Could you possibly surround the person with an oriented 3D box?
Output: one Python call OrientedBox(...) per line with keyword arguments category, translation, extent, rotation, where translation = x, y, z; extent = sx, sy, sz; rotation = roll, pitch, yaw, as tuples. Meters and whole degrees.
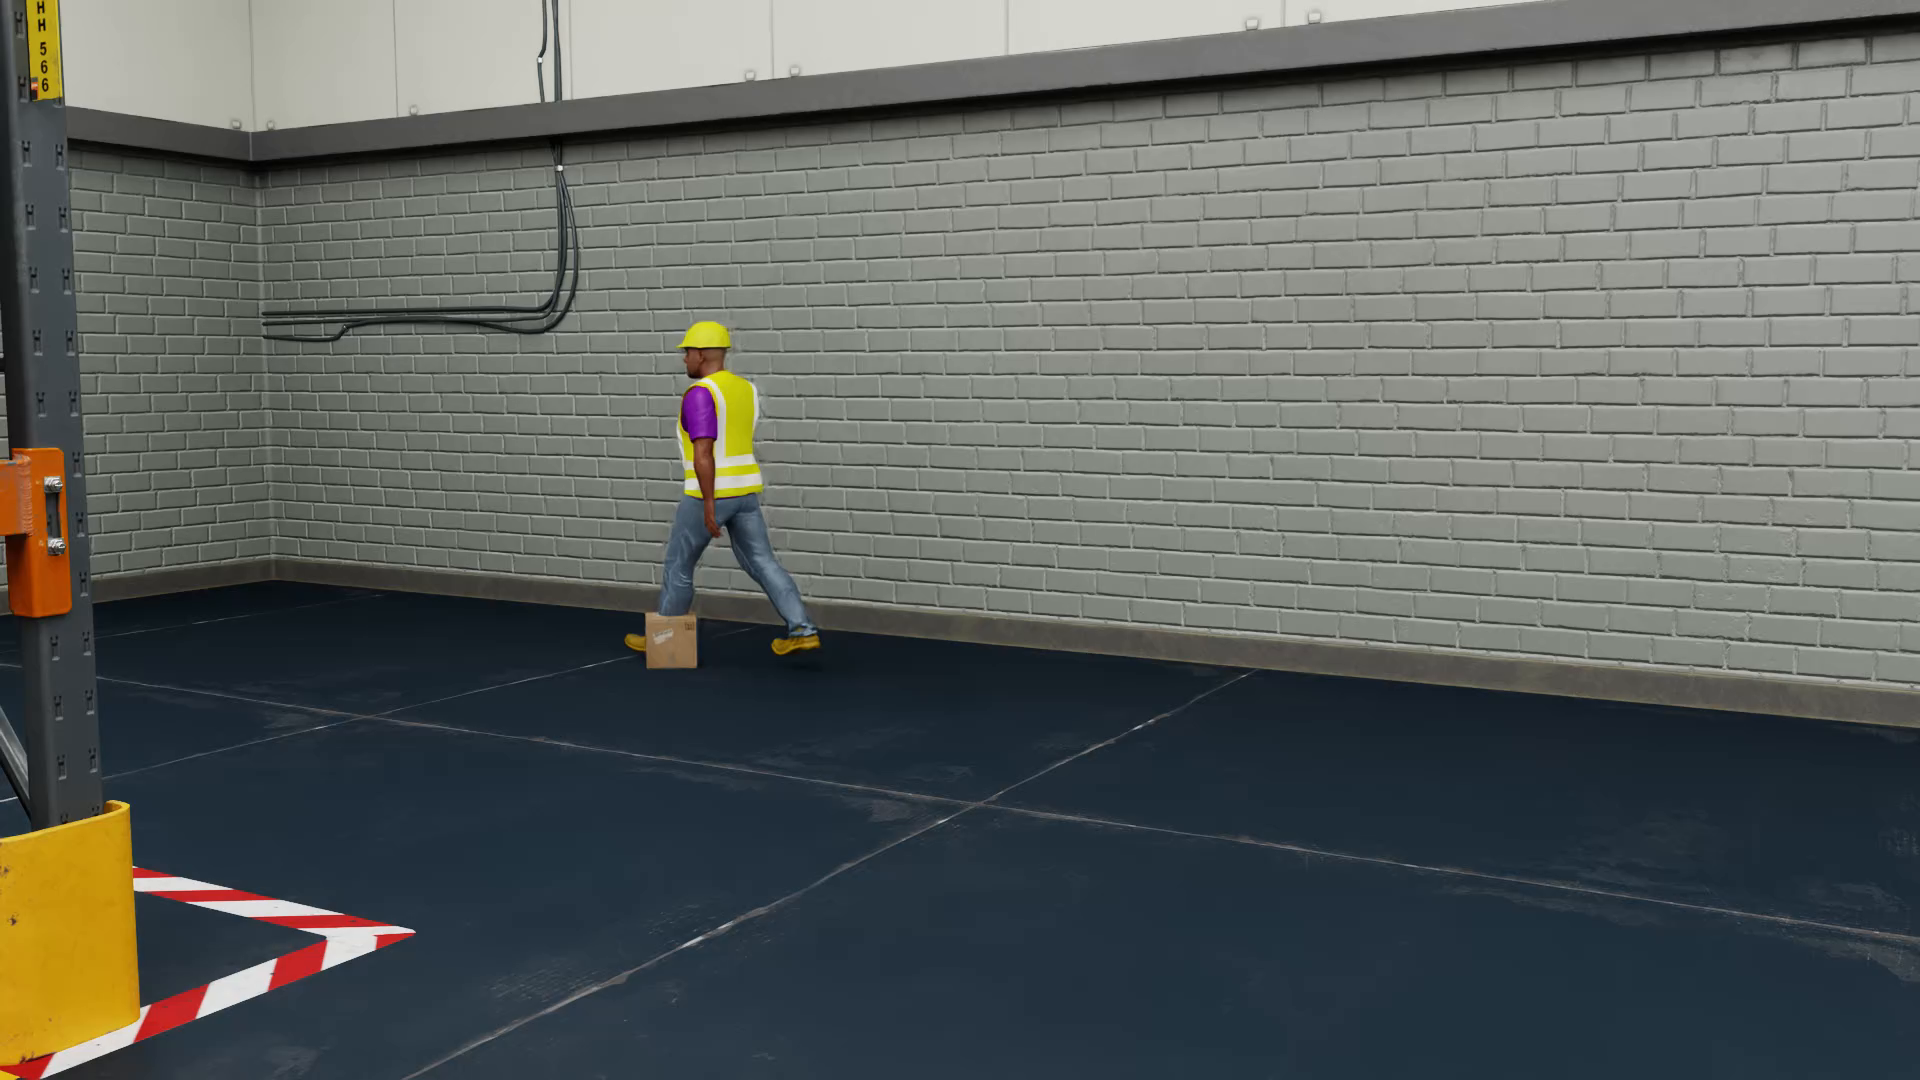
OrientedBox(category="person", translation=(-1.219, -0.240, 8.389), extent=(1.114, 1.709, 0.577), rotation=(4, 7, 33))
